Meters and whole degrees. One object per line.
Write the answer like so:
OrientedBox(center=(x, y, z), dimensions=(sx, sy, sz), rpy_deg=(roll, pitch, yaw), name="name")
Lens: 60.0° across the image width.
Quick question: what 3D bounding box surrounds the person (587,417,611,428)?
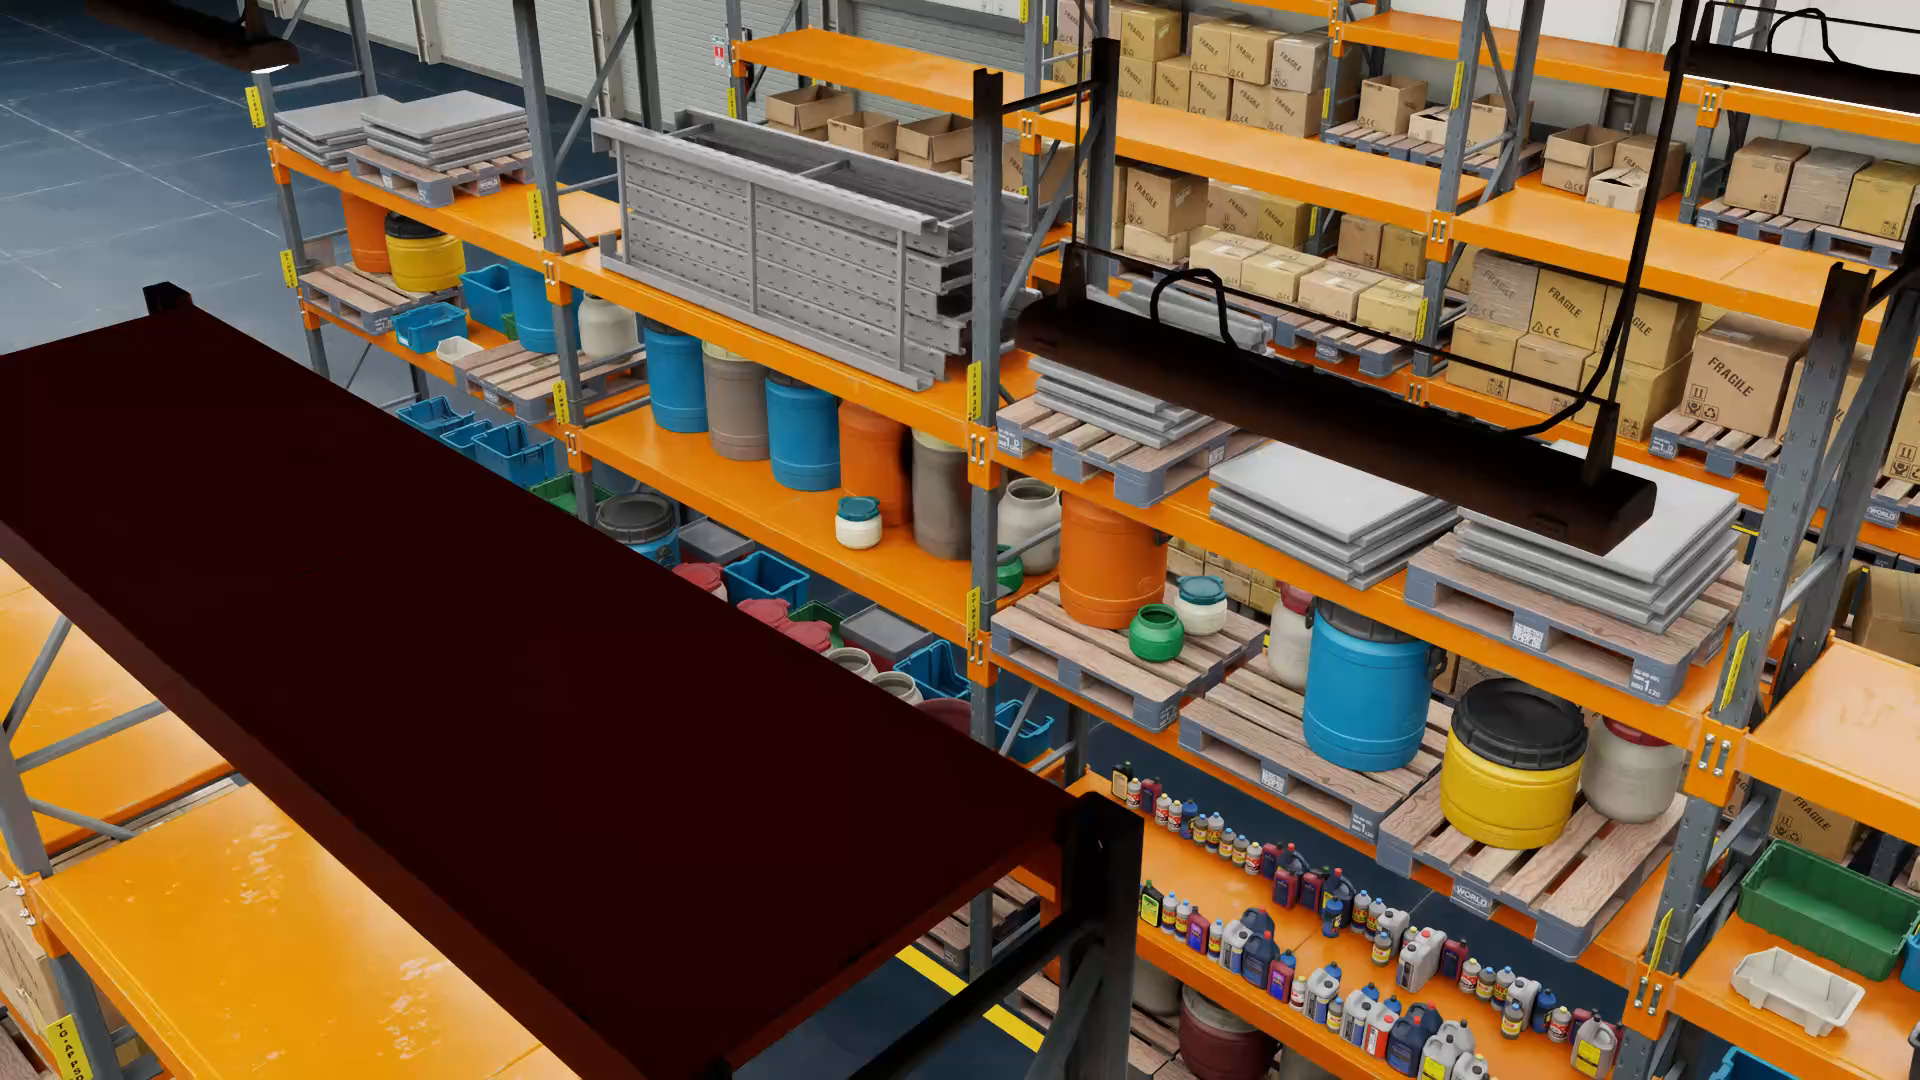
OrientedBox(center=(-4.050, -1.854, 17.761), dimensions=(0.676, 1.764, 0.400), rpy_deg=(13, 32, 22), name="person")
